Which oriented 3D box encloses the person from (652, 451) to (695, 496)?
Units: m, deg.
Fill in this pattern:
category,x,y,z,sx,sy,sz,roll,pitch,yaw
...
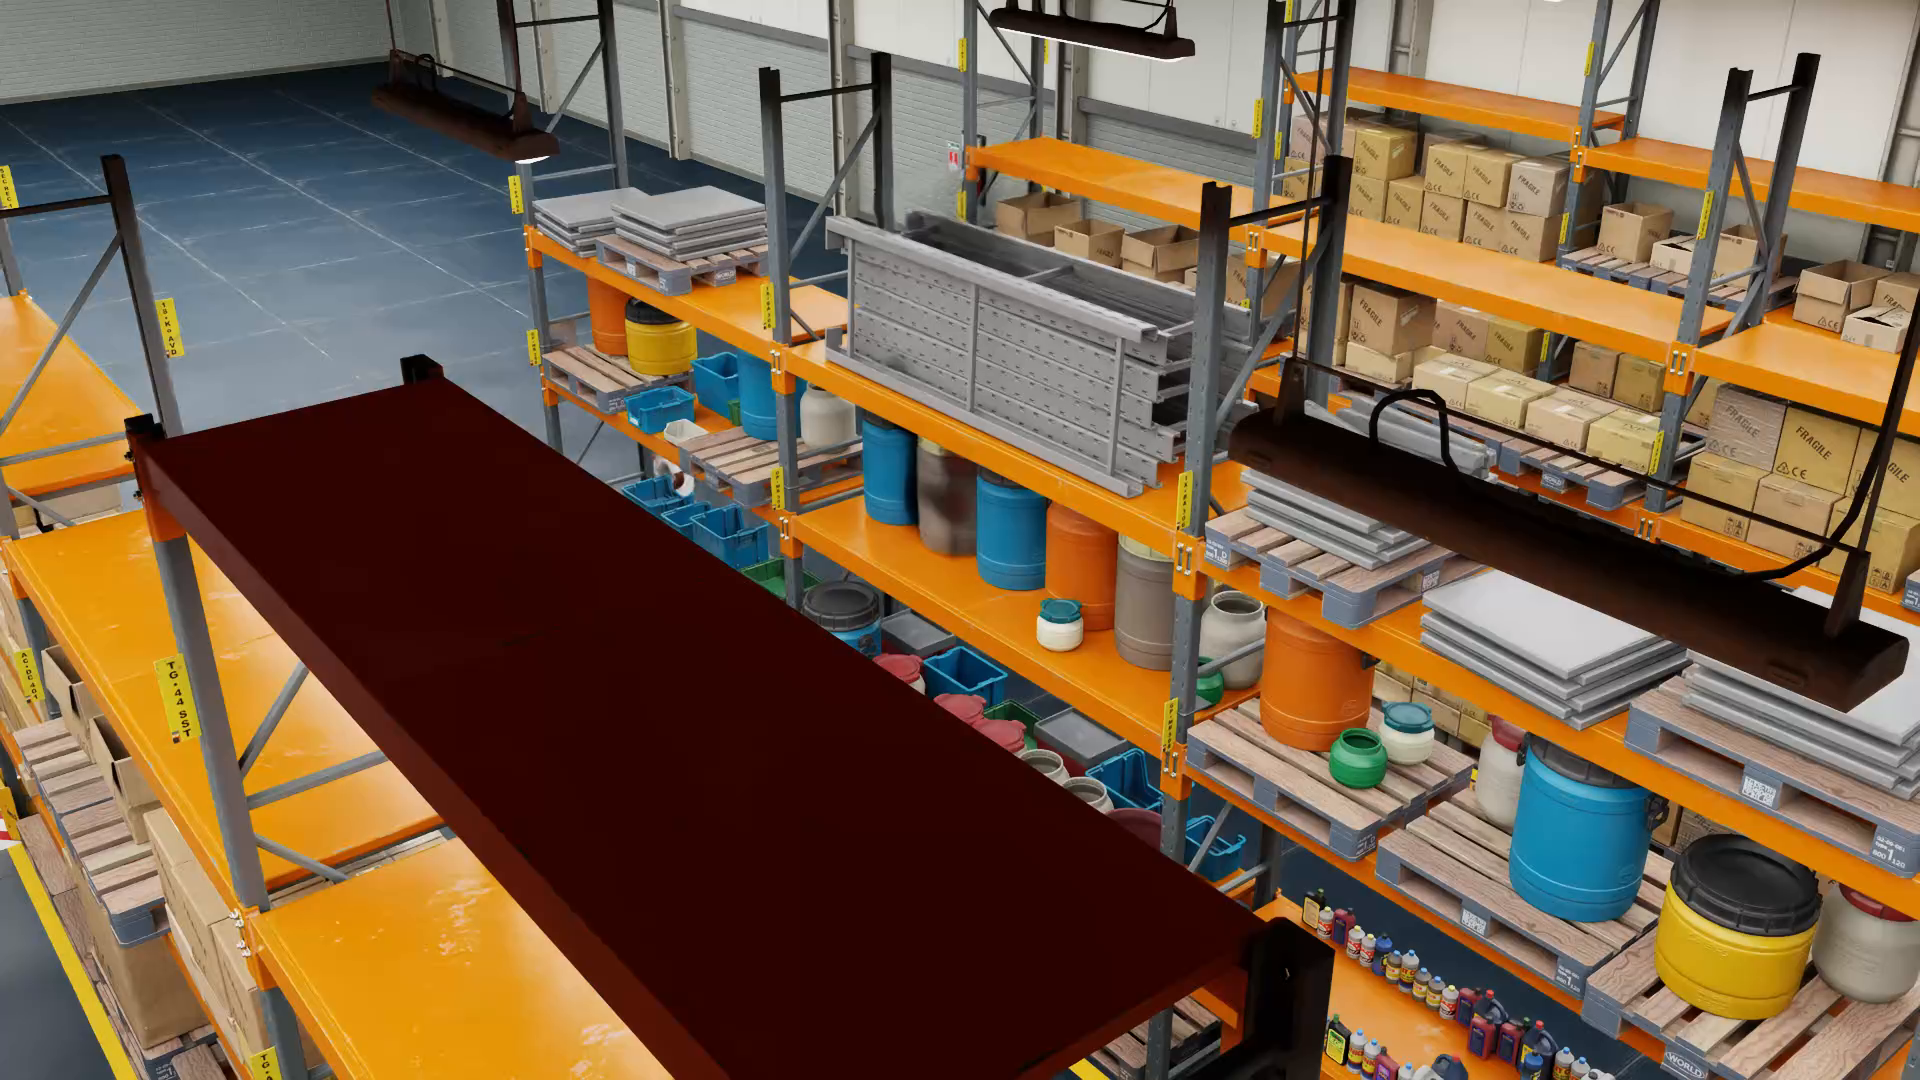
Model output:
category,x,y,z,sx,sy,sz,roll,pitch,yaw
person,-2.962,-0.454,17.229,0.719,1.810,0.685,7,27,14
